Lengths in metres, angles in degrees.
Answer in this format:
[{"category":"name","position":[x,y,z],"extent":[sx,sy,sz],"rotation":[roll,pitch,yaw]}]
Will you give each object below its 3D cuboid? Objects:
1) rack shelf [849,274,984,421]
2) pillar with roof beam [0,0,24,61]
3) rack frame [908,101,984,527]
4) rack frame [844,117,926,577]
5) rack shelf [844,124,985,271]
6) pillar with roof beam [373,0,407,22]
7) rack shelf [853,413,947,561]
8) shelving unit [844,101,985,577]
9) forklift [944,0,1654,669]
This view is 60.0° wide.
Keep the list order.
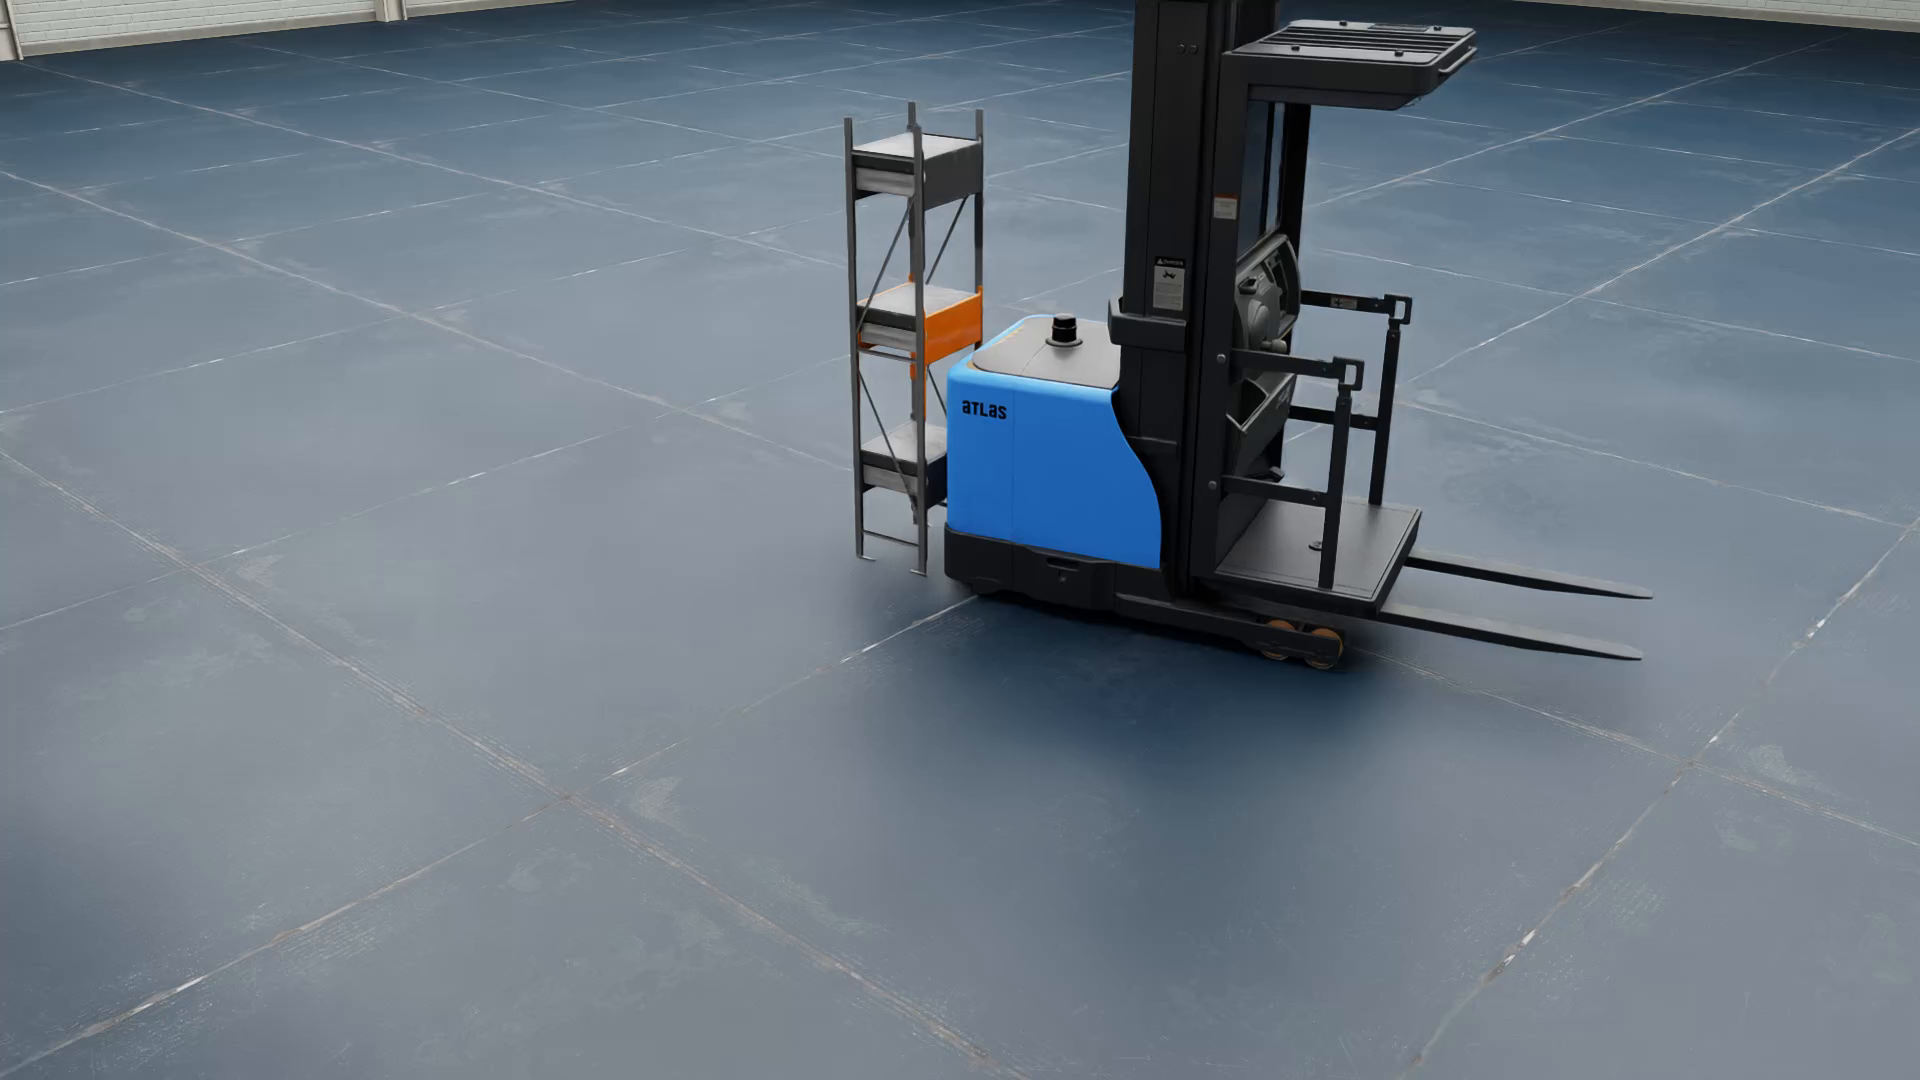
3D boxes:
[{"category":"rack shelf","position":[-0.198,-0.903,7.730],"extent":[0.431,0.518,0.480],"rotation":[15,28,30]},{"category":"pillar with roof beam","position":[-10.115,-9.627,18.722],"extent":[9.100,9.000,0.400],"rotation":[20,31,38]},{"category":"rack frame","position":[-0.066,-0.999,7.911],"extent":[0.400,2.100,0.015],"rotation":[15,28,30]},{"category":"rack frame","position":[-0.331,-0.831,7.537],"extent":[0.400,2.100,0.015],"rotation":[15,28,30]},{"category":"rack shelf","position":[-0.198,-1.541,7.443],"extent":[0.431,0.518,0.480],"rotation":[15,28,30]},{"category":"pillar with roof beam","position":[-6.111,-11.455,22.799],"extent":[9.100,9.000,0.400],"rotation":[20,31,38]},{"category":"rack shelf","position":[-0.198,-0.264,8.016],"extent":[0.431,0.518,0.480],"rotation":[15,28,30]},{"category":"shelving unit","position":[-0.198,-0.915,7.724],"extent":[0.431,2.100,0.503],"rotation":[15,28,30]},{"category":"forklift","position":[1.488,-1.040,6.987],"extent":[3.031,2.935,1.130],"rotation":[11,26,22]}]
